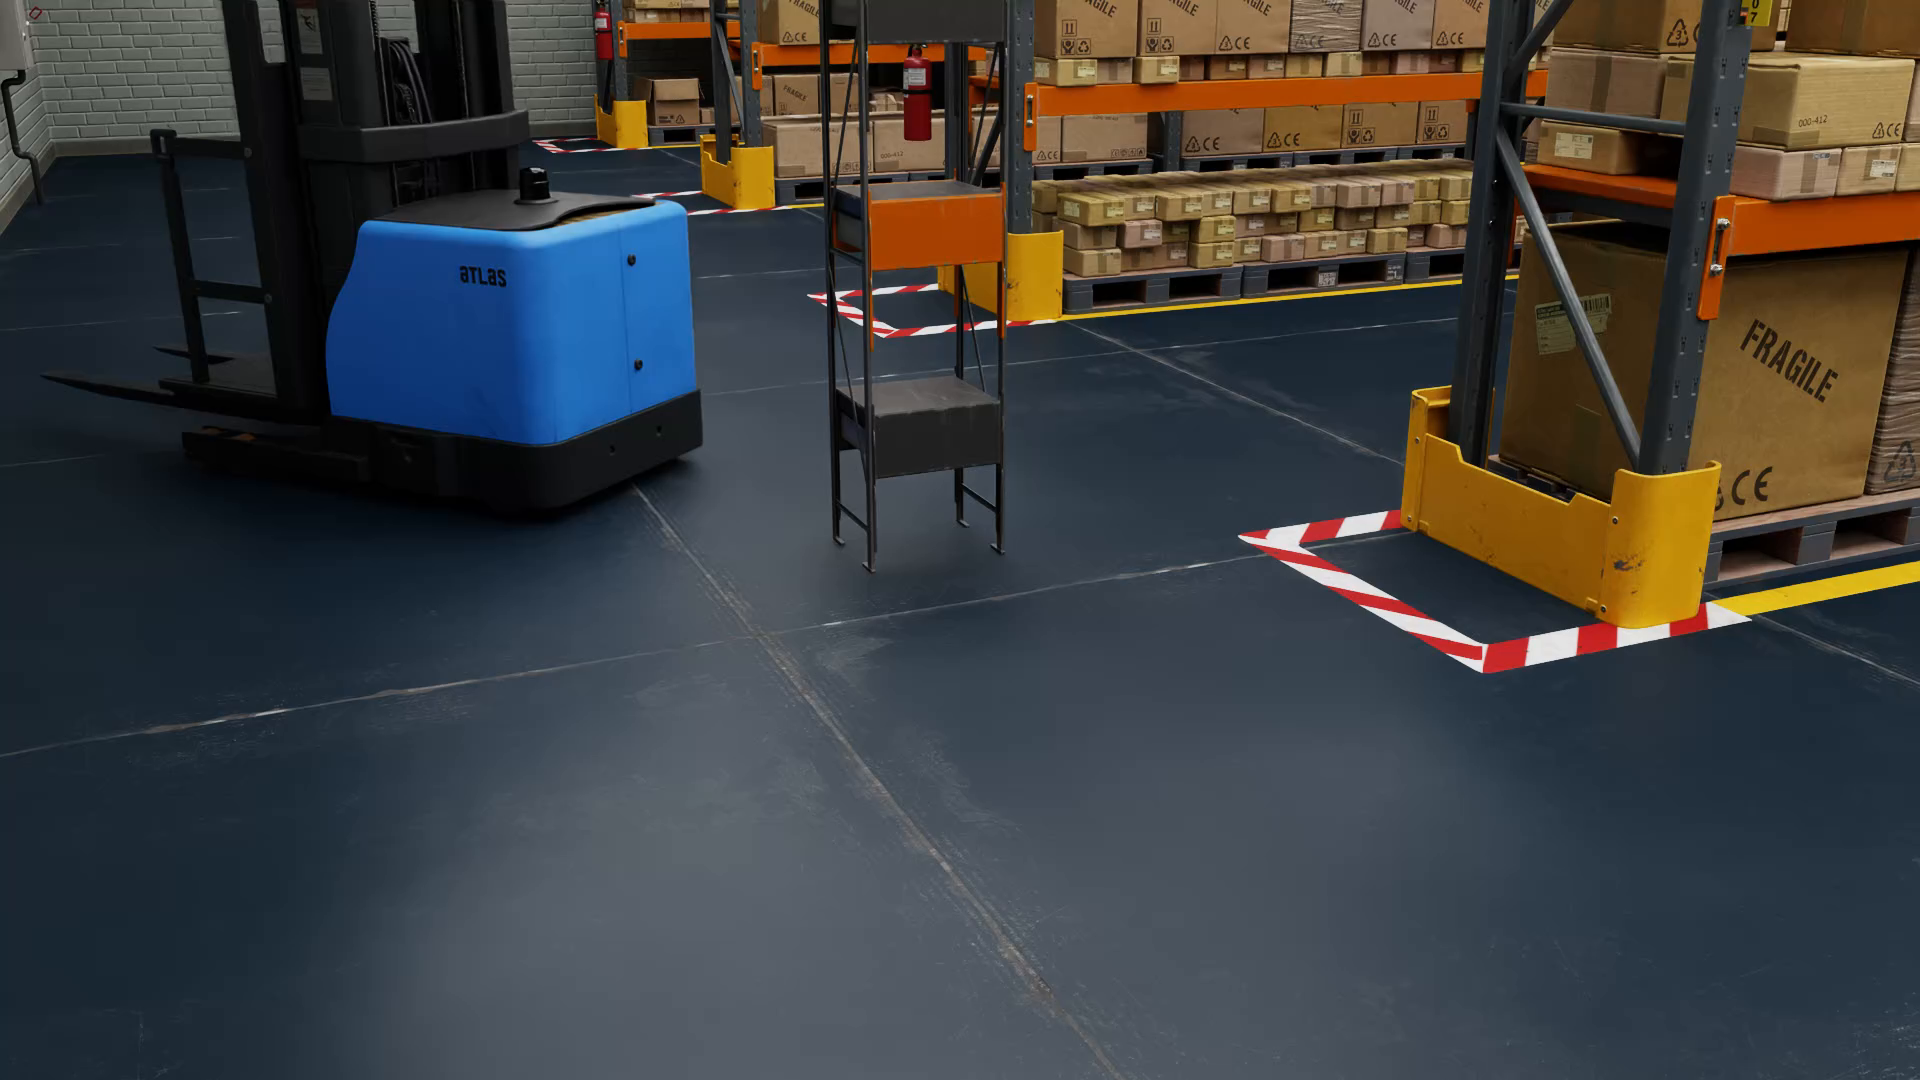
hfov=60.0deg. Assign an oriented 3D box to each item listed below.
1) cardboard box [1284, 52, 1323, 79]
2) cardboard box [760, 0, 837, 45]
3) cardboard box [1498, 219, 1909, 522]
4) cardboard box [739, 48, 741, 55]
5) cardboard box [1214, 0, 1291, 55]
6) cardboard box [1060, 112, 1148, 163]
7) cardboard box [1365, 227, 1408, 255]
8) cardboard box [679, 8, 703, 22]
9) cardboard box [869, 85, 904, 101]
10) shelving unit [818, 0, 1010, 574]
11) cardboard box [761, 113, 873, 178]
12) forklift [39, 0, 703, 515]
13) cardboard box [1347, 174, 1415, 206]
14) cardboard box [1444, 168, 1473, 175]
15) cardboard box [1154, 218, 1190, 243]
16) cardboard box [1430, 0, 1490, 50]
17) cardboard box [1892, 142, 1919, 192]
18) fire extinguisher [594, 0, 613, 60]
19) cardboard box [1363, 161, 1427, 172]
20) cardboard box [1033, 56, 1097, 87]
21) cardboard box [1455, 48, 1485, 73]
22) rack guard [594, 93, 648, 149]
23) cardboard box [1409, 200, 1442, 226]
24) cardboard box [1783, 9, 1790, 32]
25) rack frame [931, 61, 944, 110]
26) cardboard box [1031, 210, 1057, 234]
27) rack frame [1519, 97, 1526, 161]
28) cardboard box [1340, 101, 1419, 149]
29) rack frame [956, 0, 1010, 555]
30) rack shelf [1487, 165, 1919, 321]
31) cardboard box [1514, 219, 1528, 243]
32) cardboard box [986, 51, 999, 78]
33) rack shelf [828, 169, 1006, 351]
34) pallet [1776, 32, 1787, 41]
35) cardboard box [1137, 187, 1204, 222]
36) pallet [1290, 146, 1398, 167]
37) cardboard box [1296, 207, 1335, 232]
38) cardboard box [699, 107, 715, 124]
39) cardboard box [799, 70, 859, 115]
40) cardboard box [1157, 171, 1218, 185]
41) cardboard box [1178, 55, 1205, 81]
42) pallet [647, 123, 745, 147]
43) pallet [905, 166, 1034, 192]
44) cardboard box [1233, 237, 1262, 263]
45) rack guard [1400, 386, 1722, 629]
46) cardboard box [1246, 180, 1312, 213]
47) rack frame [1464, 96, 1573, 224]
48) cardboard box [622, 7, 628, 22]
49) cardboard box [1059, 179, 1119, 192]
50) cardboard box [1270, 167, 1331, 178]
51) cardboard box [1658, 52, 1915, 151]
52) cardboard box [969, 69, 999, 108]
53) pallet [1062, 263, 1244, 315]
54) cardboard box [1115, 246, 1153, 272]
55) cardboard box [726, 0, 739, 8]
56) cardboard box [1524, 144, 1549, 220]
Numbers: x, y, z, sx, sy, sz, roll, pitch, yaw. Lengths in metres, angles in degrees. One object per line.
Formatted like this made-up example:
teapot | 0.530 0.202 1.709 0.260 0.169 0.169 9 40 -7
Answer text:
cardboard box | 1.997 -2.903 10.127 0.250 0.149 0.380 -7 21 -20
cardboard box | -1.341 -4.377 13.785 0.500 0.500 0.500 -8 21 -22
cardboard box | 2.586 -0.636 5.880 0.875 0.875 0.875 -8 21 -22
cardboard box | 3.889 -0.855 6.240 3.687 1.028 20.766 -8 21 -22
cardboard box | 1.616 -3.159 9.878 0.500 0.500 0.500 -8 21 -21
cardboard box | 1.158 -3.820 15.580 0.875 0.438 0.875 -8 21 -23
cardboard box | 2.655 -1.946 10.691 0.250 0.149 0.380 -8 21 -22
cardboard box | -3.012 -5.801 18.359 0.250 0.149 0.380 -8 21 -23
cardboard box | -0.893 -5.308 19.998 0.500 0.311 0.500 -7 21 -20
shelving unit | -0.152 -0.969 5.611 0.503 2.100 0.431 -8 21 -22
cardboard box | -1.329 -3.461 14.560 0.875 0.438 0.875 -9 21 -24
forklift | -2.628 -1.794 6.704 3.031 2.935 1.130 9 21 24
cardboard box | 2.681 -2.237 10.623 0.250 0.149 0.380 -9 21 -25
cardboard box | 3.388 -2.346 10.933 0.250 0.149 0.380 -8 21 -21
cardboard box | 1.204 -1.920 10.171 0.250 0.149 0.380 -8 21 -21
cardboard box | 3.021 -3.354 10.432 0.500 0.500 0.500 -9 21 -23
cardboard box | 2.956 -1.227 5.370 0.250 0.149 0.380 -9 21 -23
fire extinguisher | -3.817 -5.494 17.788 0.183 0.674 0.296 -8 21 -22
cardboard box | 2.943 -2.469 11.283 0.250 0.149 0.380 -8 21 -23
cardboard box | 0.585 -2.682 9.500 0.250 0.149 0.380 -8 21 -22
cardboard box | 3.199 -3.072 10.610 0.250 0.149 0.380 -7 21 -20
rack guard | -3.796 -4.698 18.612 0.348 0.500 1.175 -8 21 -22
cardboard box | 2.916 -2.156 10.841 0.250 0.149 0.380 -8 21 -21
cardboard box | 5.571 -3.548 11.329 0.250 0.149 0.380 -9 21 -23
rack frame | -0.192 -6.393 19.663 0.127 3.000 1.000 -8 21 -22
cardboard box | 0.529 -2.008 10.420 0.250 0.149 0.380 -9 21 -23
rack frame | 5.450 -5.406 16.860 0.127 3.000 1.000 -8 21 -22
cardboard box | 3.962 -4.421 16.627 0.875 0.875 0.875 -8 21 -21
rack frame | 0.072 -1.001 5.703 0.015 2.100 0.400 -8 21 -22
rack shelf | 3.866 -1.256 6.155 4.000 0.370 1.077 -8 21 -22
cardboard box | 3.605 -2.082 11.078 0.250 0.149 0.380 -8 21 -21
cardboard box | 0.345 -2.868 10.030 0.250 0.149 0.380 -8 21 -22
rack shelf | -0.152 -0.956 5.616 0.480 0.518 0.431 -8 21 -22
pallet | 5.702 -3.547 11.867 1.213 0.211 1.003 -8 21 -22
cardboard box | 1.261 -2.024 10.018 0.250 0.149 0.380 -8 21 -22
pallet | 3.578 -3.851 16.642 1.213 0.211 1.003 -8 21 -22
cardboard box | 2.173 -2.065 10.584 0.250 0.149 0.380 -7 21 -19
cardboard box | -2.861 -4.816 18.844 0.250 0.149 0.380 -9 21 -24
cardboard box | -1.513 -5.175 19.334 0.500 0.500 0.700 -9 21 -24
cardboard box | 1.472 -2.294 10.785 0.250 0.149 0.380 -7 21 -20
cardboard box | 1.254 -2.823 9.901 0.250 0.149 0.380 -7 21 -19
pallet | -3.064 -4.667 18.959 1.213 0.211 1.003 -8 21 -22
pallet | -0.074 -3.327 15.153 1.213 0.211 1.003 -8 21 -22
cardboard box | 1.673 -1.839 10.390 0.250 0.149 0.380 -8 21 -22
rack guard | 2.008 -0.150 5.694 0.348 0.500 1.175 -8 21 -22
cardboard box | 1.974 -2.136 10.337 0.250 0.149 0.380 -8 21 -21
rack frame | 3.831 -3.384 11.116 0.127 3.000 1.000 -8 21 -22
cardboard box | -3.667 -5.874 18.567 0.250 0.149 0.380 -8 21 -23
cardboard box | 0.797 -2.154 10.388 0.250 0.149 0.380 -8 21 -21
cardboard box | 2.229 -2.358 10.968 0.250 0.149 0.380 -9 21 -24
cardboard box | 2.577 -1.382 5.209 0.500 0.250 0.500 -9 21 -23
cardboard box | 0.341 -5.407 19.994 0.500 0.500 0.500 -7 21 -20
pallet | 0.987 -1.648 10.386 1.213 0.211 1.003 -8 21 -22
cardboard box | 0.973 -1.742 10.113 0.250 0.149 0.380 -8 21 -22
cardboard box | -2.415 -6.048 18.461 0.500 0.250 0.500 -9 21 -23
cardboard box | 4.410 -2.577 11.956 0.500 0.500 0.500 -9 21 -23
